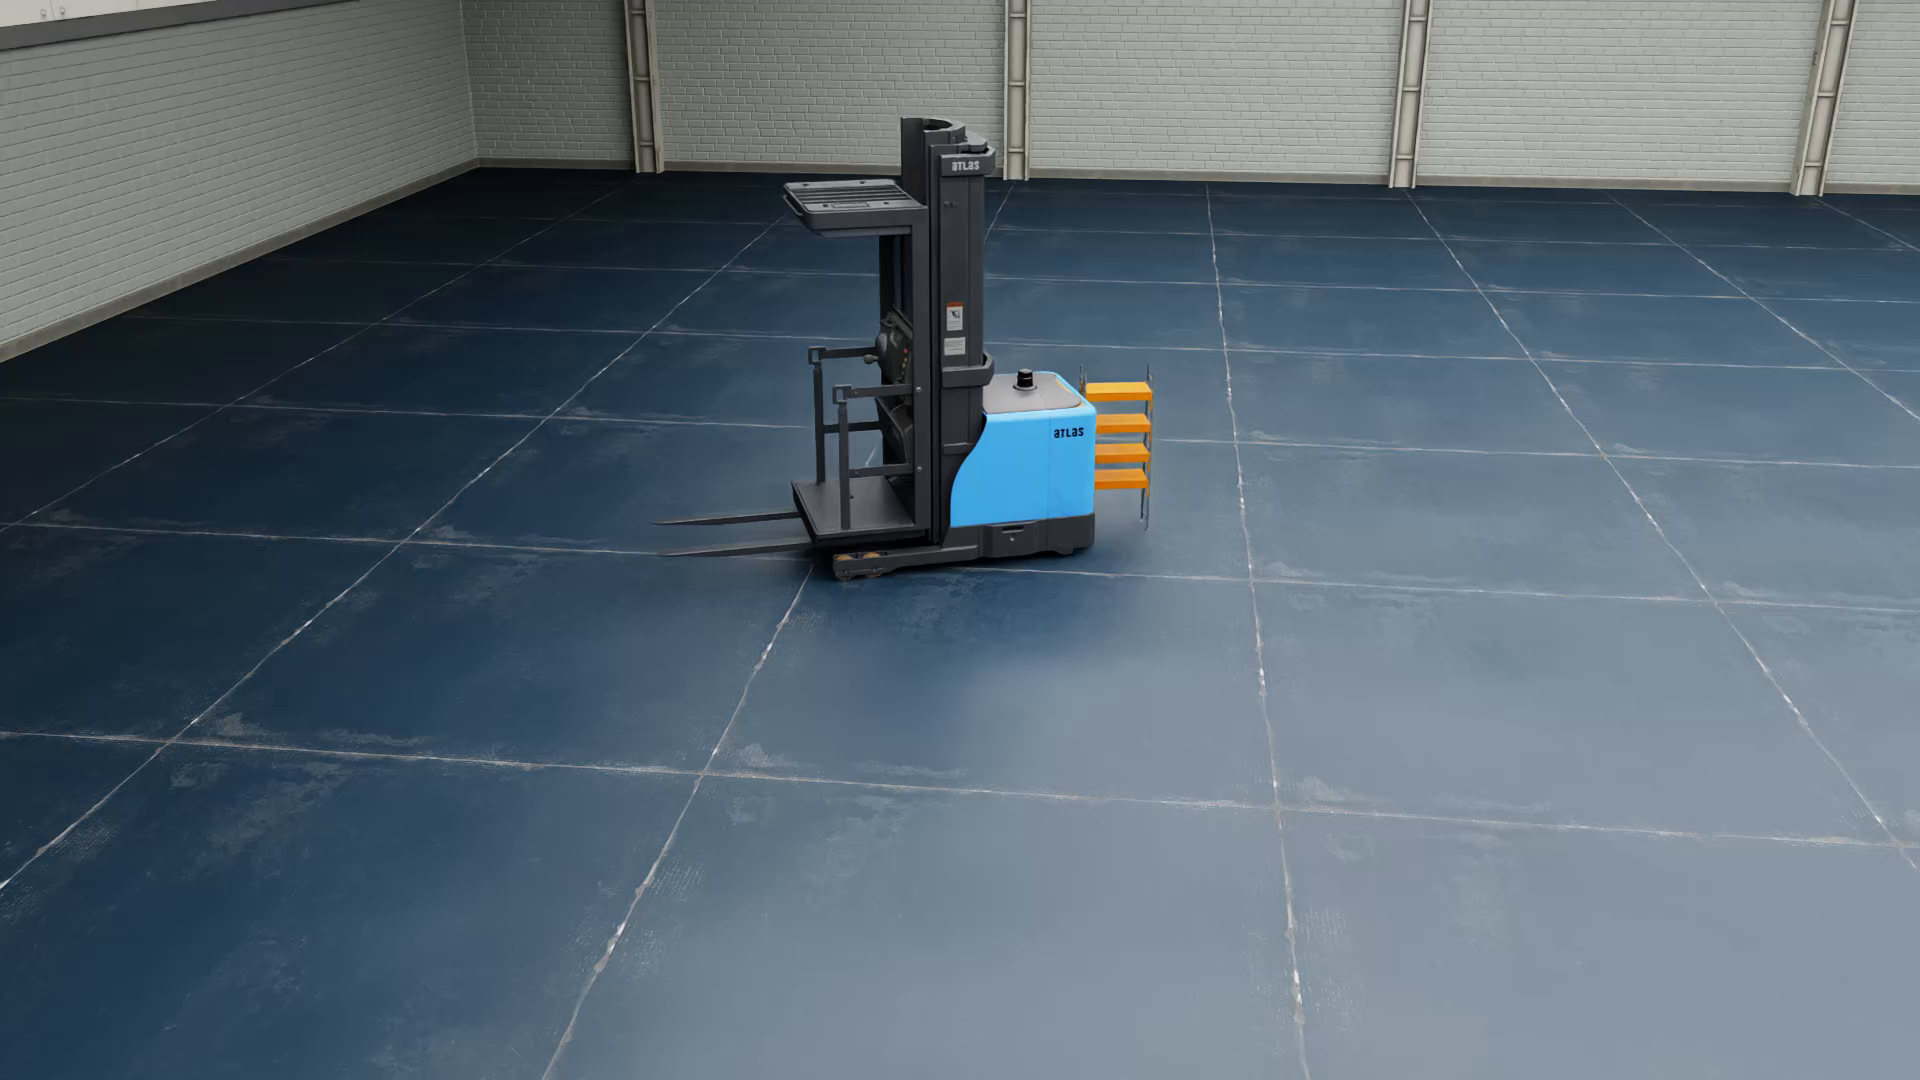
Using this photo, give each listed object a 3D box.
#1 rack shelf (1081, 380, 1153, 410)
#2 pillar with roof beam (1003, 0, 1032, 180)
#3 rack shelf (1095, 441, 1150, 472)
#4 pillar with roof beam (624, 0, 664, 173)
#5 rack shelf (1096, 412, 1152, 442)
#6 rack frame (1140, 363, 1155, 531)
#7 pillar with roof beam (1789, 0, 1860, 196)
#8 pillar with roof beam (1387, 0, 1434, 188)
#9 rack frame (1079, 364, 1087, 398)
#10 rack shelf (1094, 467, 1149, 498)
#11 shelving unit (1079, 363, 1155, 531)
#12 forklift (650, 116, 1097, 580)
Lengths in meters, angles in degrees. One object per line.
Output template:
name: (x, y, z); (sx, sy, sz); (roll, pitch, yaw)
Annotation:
rack shelf: (1.111, -1.024, 11.830); (0.480, 0.148, 0.258); (-2, 22, -4)
pillar with roof beam: (0.391, -8.377, 20.889); (0.400, 9.000, 9.100); (2, 22, 6)
rack shelf: (1.111, -0.596, 11.999); (0.480, 0.148, 0.258); (-2, 22, -4)
pillar with roof beam: (-5.567, -8.637, 21.546); (0.400, 9.000, 9.100); (2, 22, 6)
rack shelf: (1.111, -0.804, 11.917); (0.480, 0.148, 0.258); (-2, 22, -4)
rack frame: (1.354, -0.666, 11.993); (0.015, 1.200, 0.240); (-2, 22, -4)
pillar with roof beam: (12.308, -7.858, 19.576); (0.400, 9.000, 9.100); (2, 22, 6)
pillar with roof beam: (6.350, -8.118, 20.233); (0.400, 9.000, 9.100); (2, 22, 6)
rack frame: (0.868, -0.652, 11.956); (0.015, 1.200, 0.240); (-2, 22, -4)
rack shelf: (1.111, -0.412, 12.072); (0.480, 0.148, 0.258); (-2, 22, -4)
shelving unit: (1.111, -0.659, 11.974); (0.503, 1.200, 0.258); (-2, 22, -4)
forklift: (-0.628, -1.306, 11.256); (3.031, 2.935, 1.130); (-5, 22, -13)
